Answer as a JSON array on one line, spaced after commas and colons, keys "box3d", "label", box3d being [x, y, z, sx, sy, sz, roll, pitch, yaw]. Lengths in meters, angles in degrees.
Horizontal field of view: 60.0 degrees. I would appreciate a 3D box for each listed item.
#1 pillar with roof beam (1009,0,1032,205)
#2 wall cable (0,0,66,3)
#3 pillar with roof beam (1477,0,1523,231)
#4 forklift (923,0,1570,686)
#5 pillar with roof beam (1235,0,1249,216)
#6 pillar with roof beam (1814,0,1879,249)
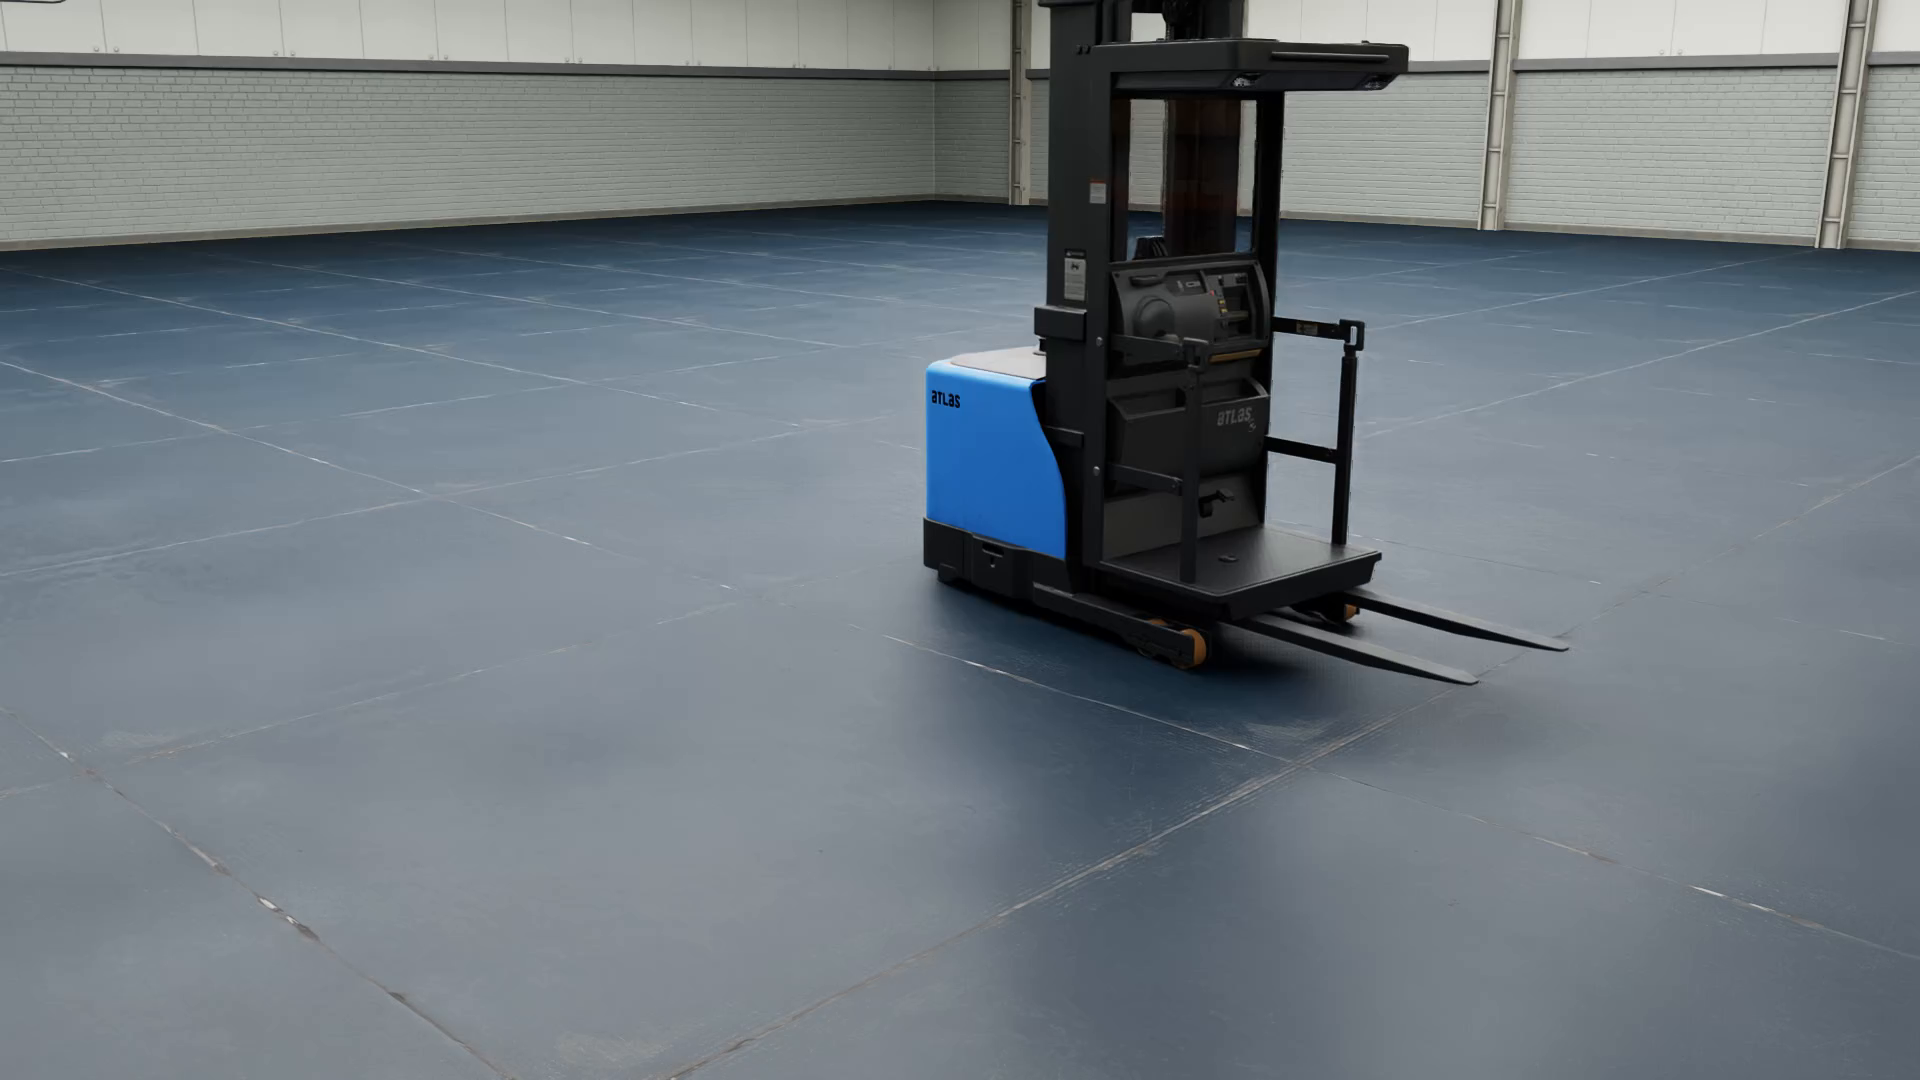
[{"box3d": [-1.577, -11.549, 35.411, 0.400, 9.000, 9.100, 14, 20, 42], "label": "pillar with roof beam"}, {"box3d": [-15.055, -10.735, 25.540, 0.169, 6.003, 2.305, 14, 20, 42], "label": "wall cable"}, {"box3d": [7.061, -9.449, 27.350, 0.400, 9.000, 9.100, 14, 20, 42], "label": "pillar with roof beam"}, {"box3d": [1.145, -1.026, 7.057, 1.130, 2.935, 3.031, -12, 19, -38], "label": "forklift"}, {"box3d": [2.742, -10.499, 31.381, 0.400, 9.000, 9.100, 14, 20, 42], "label": "pillar with roof beam"}, {"box3d": [11.381, -8.399, 23.320, 0.400, 9.000, 9.100, 14, 20, 42], "label": "pillar with roof beam"}]
